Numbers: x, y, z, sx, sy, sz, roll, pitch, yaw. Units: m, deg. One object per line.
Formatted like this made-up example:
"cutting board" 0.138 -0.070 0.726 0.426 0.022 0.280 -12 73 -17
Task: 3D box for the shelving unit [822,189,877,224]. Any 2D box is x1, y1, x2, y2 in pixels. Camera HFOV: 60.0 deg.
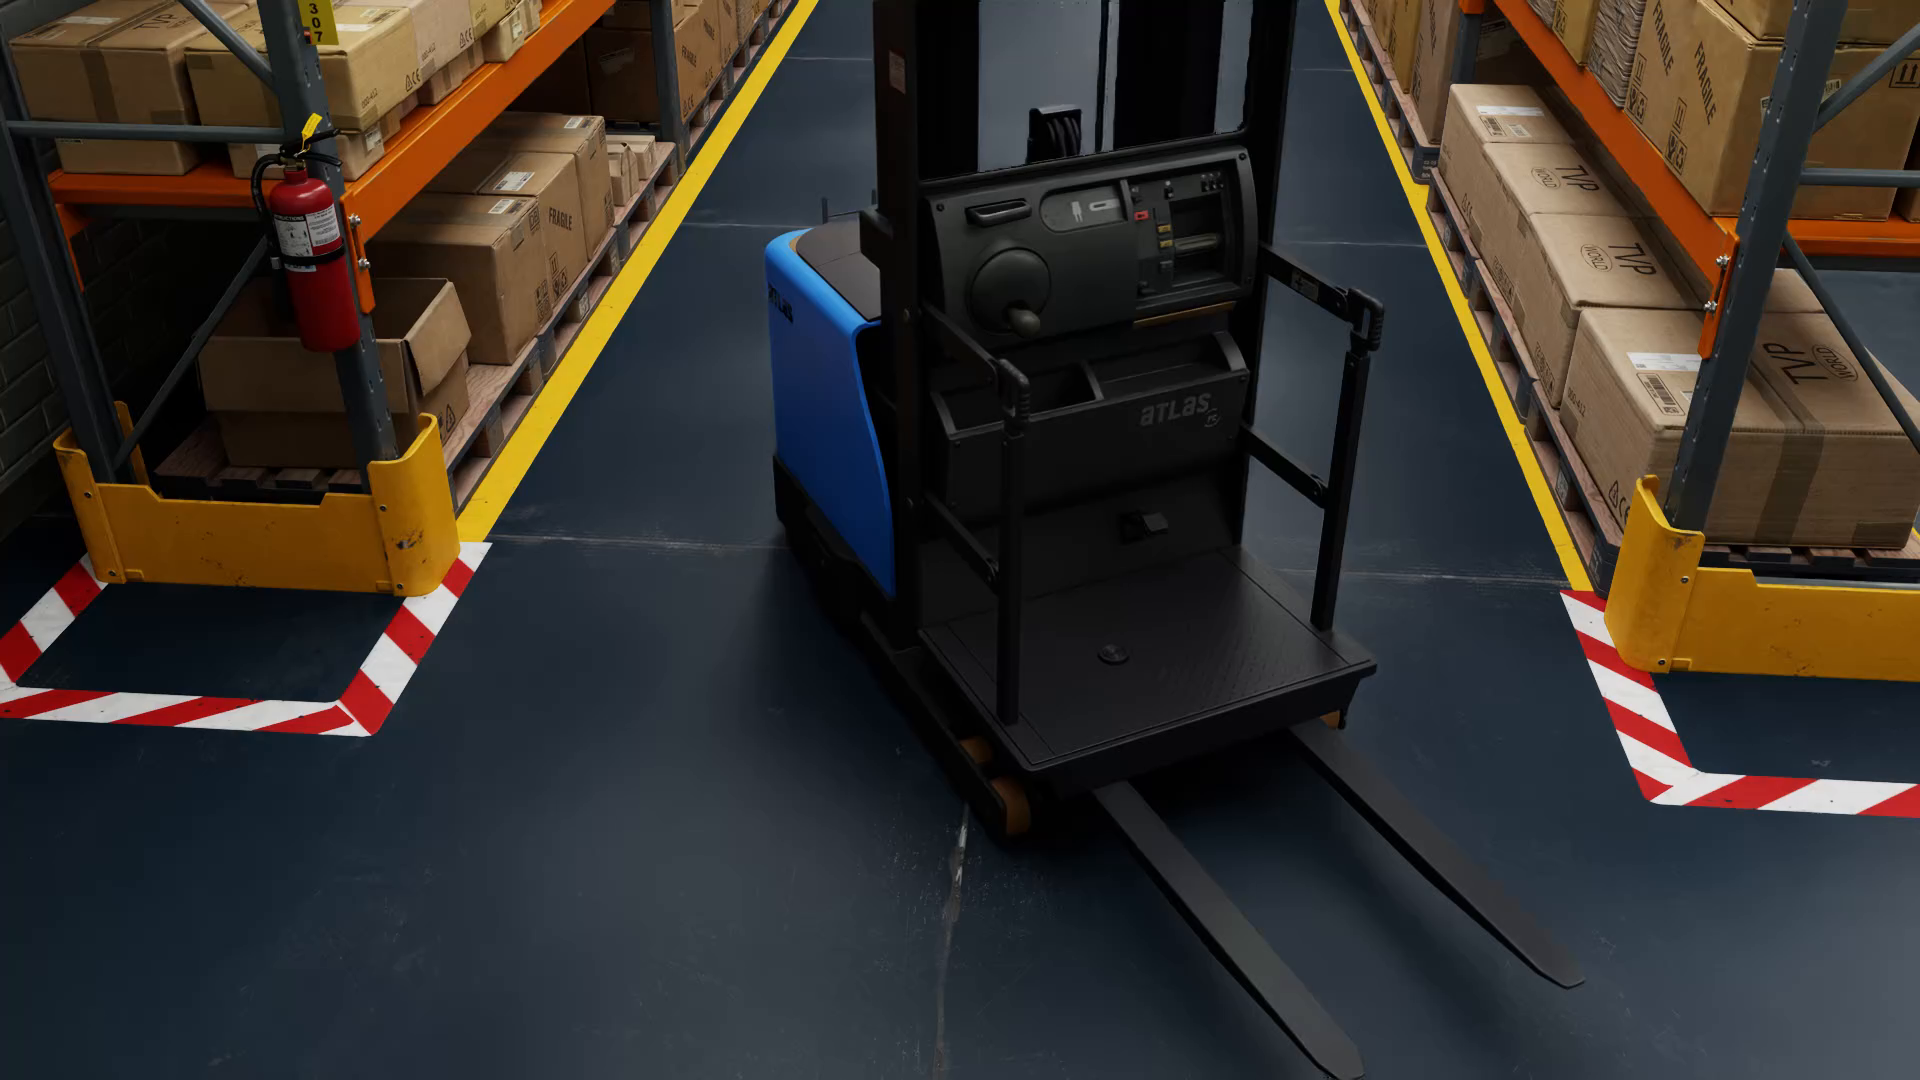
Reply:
"shelving unit" -0.324 -0.676 5.847 0.215 1.050 0.252 -14 34 -21

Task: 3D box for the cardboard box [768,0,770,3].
"cardboard box" -1.526 -3.969 11.313 0.500 0.500 0.500 2 32 3

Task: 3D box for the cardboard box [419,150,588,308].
"cardboard box" -1.910 -1.310 7.000 0.500 0.500 0.500 3 32 5

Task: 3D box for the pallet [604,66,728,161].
"pallet" -1.952 -2.494 9.596 1.003 0.211 1.213 2 32 4

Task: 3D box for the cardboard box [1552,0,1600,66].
"cardboard box" 2.534 -2.060 6.139 0.500 0.500 0.500 3 32 5

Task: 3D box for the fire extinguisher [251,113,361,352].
"fire extinguisher" -1.857 -0.874 4.739 0.296 0.674 0.183 2 32 4

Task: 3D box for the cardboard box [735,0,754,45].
"cardboard box" -1.589 -3.423 10.427 0.500 0.500 0.500 1 32 2

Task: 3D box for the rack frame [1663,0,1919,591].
"rack frame" 2.642 -0.953 4.437 1.000 3.000 0.127 2 32 4

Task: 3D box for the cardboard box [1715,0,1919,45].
"cardboard box" 2.444 -1.683 4.574 0.500 0.500 0.500 3 32 6

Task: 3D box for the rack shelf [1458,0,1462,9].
"rack shelf" 3.130 -3.784 9.716 1.077 0.370 4.000 2 32 4

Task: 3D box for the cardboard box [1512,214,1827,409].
"cardboard box" 2.662 -0.869 6.343 0.875 0.438 0.875 3 32 5

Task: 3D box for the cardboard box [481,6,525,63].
"cardboard box" -1.851 -1.887 6.193 0.380 0.149 0.250 2 32 3

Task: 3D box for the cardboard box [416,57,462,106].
"cardboard box" -1.963 -1.619 5.758 0.380 0.149 0.250 3 32 6

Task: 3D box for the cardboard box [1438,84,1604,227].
"cardboard box" 2.809 -1.808 7.867 0.875 0.438 0.875 2 32 3

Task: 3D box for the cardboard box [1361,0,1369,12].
"cardboard box" 3.154 -4.052 11.091 0.875 0.875 0.875 2 32 4

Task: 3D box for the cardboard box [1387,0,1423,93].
"cardboard box" 3.004 -3.119 9.576 0.875 0.875 0.875 3 32 5

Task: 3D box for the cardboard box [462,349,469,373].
"cardboard box" -2.088 -0.664 6.285 0.380 0.149 0.250 1 32 2

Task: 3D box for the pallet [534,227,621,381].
"pallet" -2.134 -1.068 7.282 1.003 0.211 1.213 2 32 4

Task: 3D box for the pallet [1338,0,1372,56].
"pallet" 3.154 -3.540 11.292 1.003 0.211 1.213 2 32 4

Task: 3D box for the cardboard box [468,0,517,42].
"cardboard box" -1.921 -1.980 5.963 0.500 0.250 0.500 2 32 3

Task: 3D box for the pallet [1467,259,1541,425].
"pallet" 2.731 -0.823 6.884 1.003 0.211 1.213 2 32 4

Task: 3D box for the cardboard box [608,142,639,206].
"cardboard box" -1.762 -1.778 7.983 0.396 0.266 0.258 4 32 6

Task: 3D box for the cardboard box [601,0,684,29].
"cardboard box" -1.686 -2.821 8.833 0.380 0.149 0.250 4 32 6

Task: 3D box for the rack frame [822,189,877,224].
"rack frame" -0.376 -0.734 5.940 0.200 1.050 0.008 -14 34 -21

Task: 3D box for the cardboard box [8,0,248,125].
"cardboard box" -2.533 -1.477 5.147 0.500 0.250 0.500 3 32 5

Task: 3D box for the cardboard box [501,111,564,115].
"cardboard box" -2.269 -1.953 8.222 0.500 0.311 0.500 4 32 6

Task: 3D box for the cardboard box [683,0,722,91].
"cardboard box" -1.683 -2.891 9.564 0.500 0.500 0.500 2 32 3

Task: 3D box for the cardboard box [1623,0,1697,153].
"cardboard box" 2.473 -1.520 5.263 0.500 0.500 0.500 2 32 3

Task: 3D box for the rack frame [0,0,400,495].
"rack frame" -2.306 -1.163 4.777 1.000 3.000 0.127 2 32 4

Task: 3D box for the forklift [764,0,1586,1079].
"forklift" 0.453 -0.714 4.114 1.130 2.935 3.031 -14 34 -21

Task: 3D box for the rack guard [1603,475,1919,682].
"rack guard" 2.640 0.124 5.072 1.175 0.500 0.348 2 32 4

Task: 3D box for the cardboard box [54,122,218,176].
"cardboard box" -2.546 -1.240 5.143 0.380 0.149 0.250 2 32 3

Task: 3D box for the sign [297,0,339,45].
"sign" -1.765 -1.508 4.513 0.100 0.325 0.005 2 32 4

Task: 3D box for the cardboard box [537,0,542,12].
"cardboard box" -1.898 -2.164 6.641 0.380 0.149 0.250 2 32 4

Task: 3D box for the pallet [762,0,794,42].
"pallet" -1.753 -3.770 11.666 1.003 0.211 1.213 2 32 4

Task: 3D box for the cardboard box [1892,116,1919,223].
"cardboard box" 2.967 -1.234 4.798 0.500 0.500 0.500 2 32 4

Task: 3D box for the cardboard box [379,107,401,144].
"cardboard box" -2.031 -1.351 5.322 0.380 0.149 0.250 3 32 5

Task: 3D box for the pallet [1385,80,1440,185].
"pallet" 2.955 -2.264 9.222 1.003 0.211 1.213 2 32 4

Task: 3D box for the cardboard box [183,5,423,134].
"cardboard box" -2.000 -1.451 5.105 0.500 0.250 0.500 3 32 4
